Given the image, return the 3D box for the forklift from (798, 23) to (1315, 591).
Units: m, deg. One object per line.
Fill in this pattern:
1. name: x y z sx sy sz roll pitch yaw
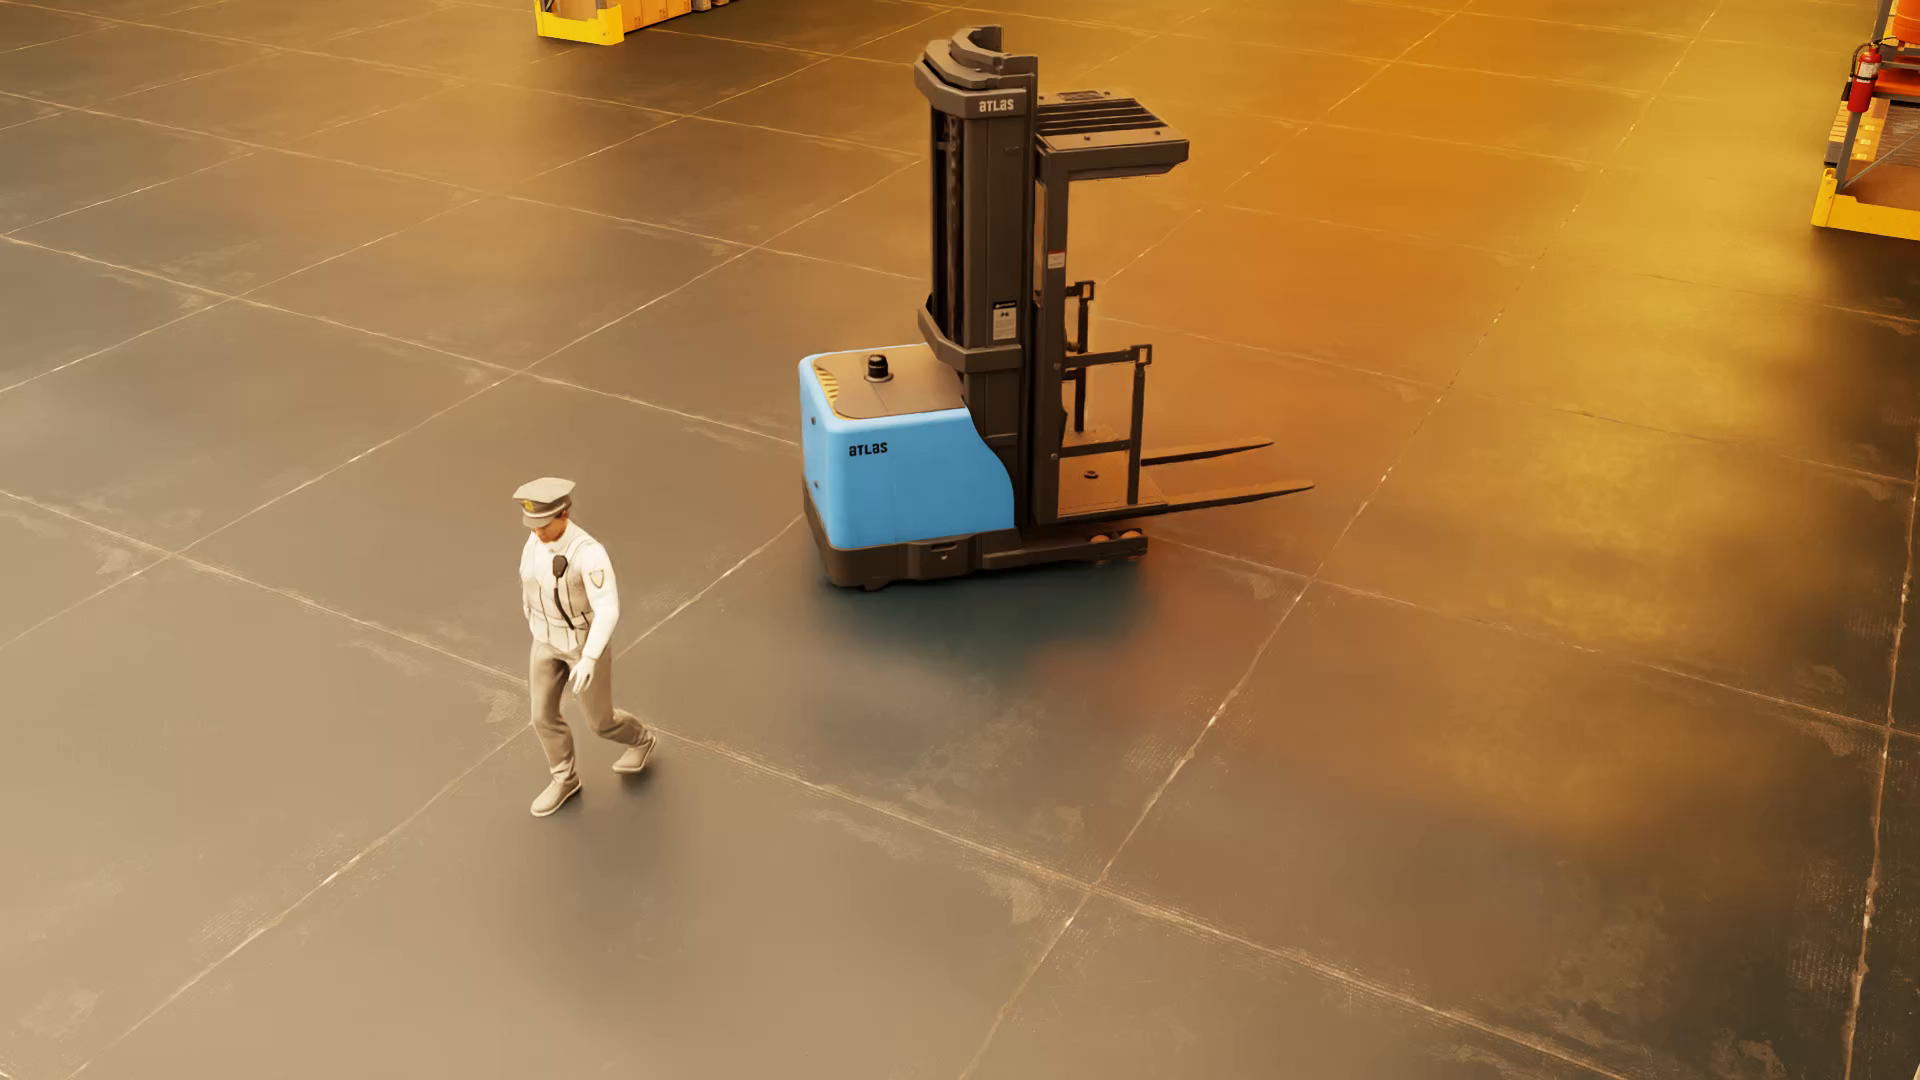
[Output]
1. forklift: 0.616 -1.376 9.454 3.031 2.935 1.130 -7 31 -13

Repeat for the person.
1. person: -1.781 0.468 7.556 0.823 1.651 0.686 18 34 28
